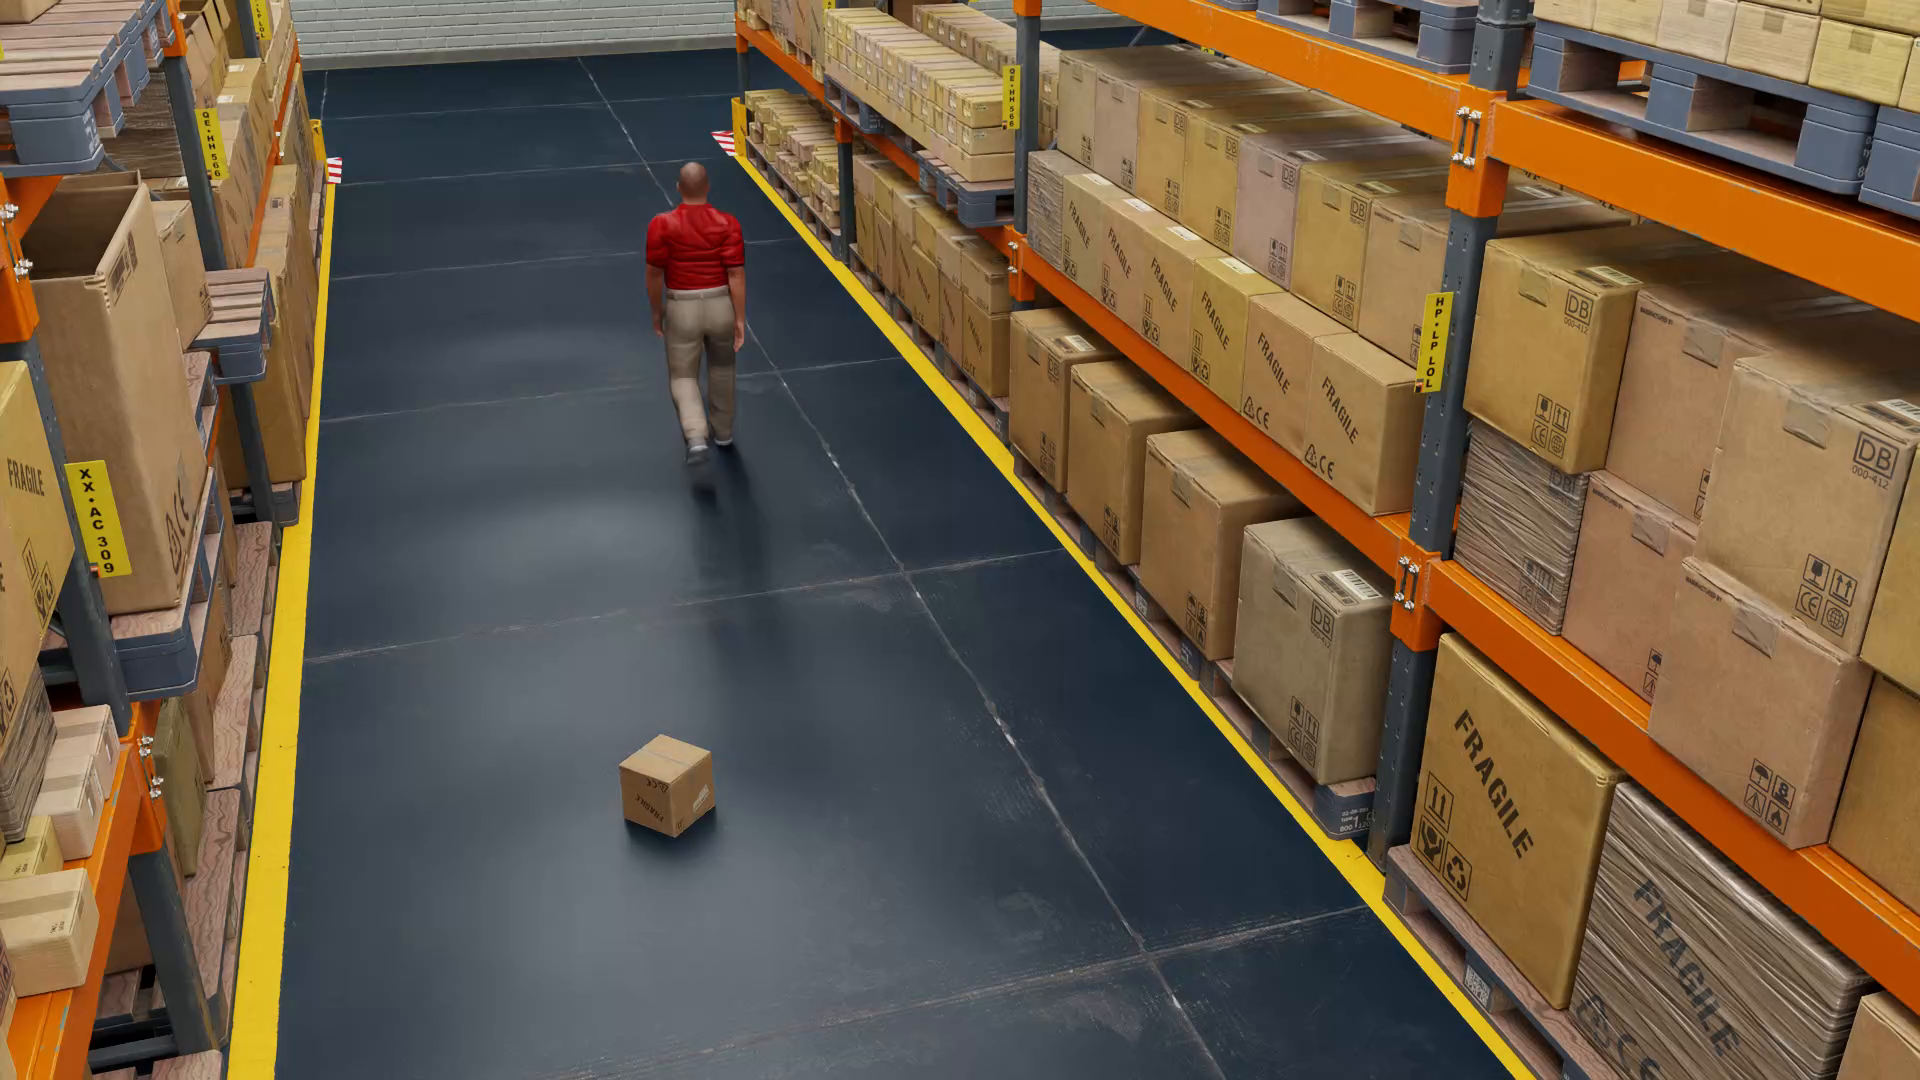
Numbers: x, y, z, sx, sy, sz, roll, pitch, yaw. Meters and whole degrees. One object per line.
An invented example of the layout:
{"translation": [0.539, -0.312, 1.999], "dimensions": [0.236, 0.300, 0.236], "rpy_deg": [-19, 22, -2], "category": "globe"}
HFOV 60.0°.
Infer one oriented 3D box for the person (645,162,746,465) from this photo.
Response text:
{"translation": [-1.436, -1.236, 9.135], "dimensions": [0.534, 1.686, 0.914], "rpy_deg": [-6, 27, -12], "category": "person"}
